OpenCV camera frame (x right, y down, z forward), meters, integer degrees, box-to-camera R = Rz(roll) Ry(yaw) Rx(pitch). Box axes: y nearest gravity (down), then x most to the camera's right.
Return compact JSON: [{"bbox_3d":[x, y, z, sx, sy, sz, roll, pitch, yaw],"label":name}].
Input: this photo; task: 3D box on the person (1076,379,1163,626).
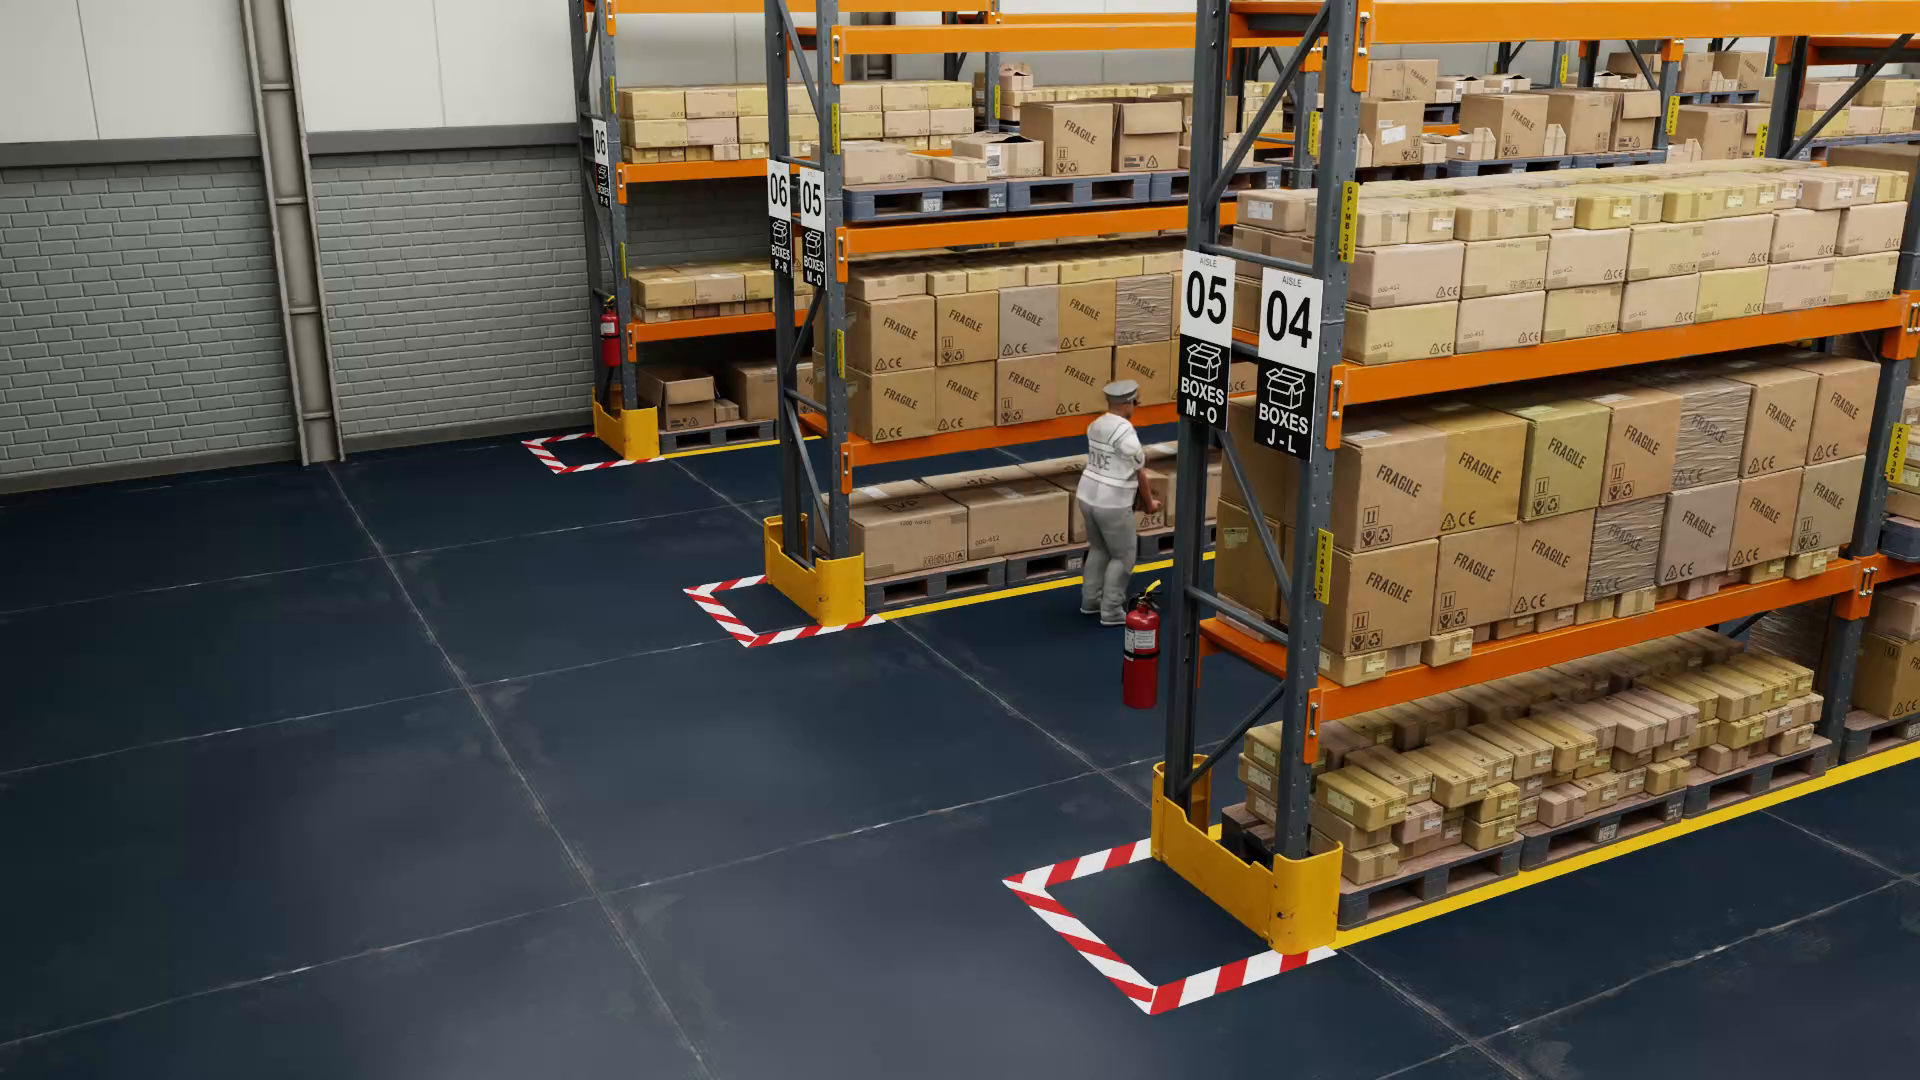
[{"bbox_3d":[1.127,-0.278,11.897,0.589,1.753,0.486,-10,21,-28],"label":"person"}]
